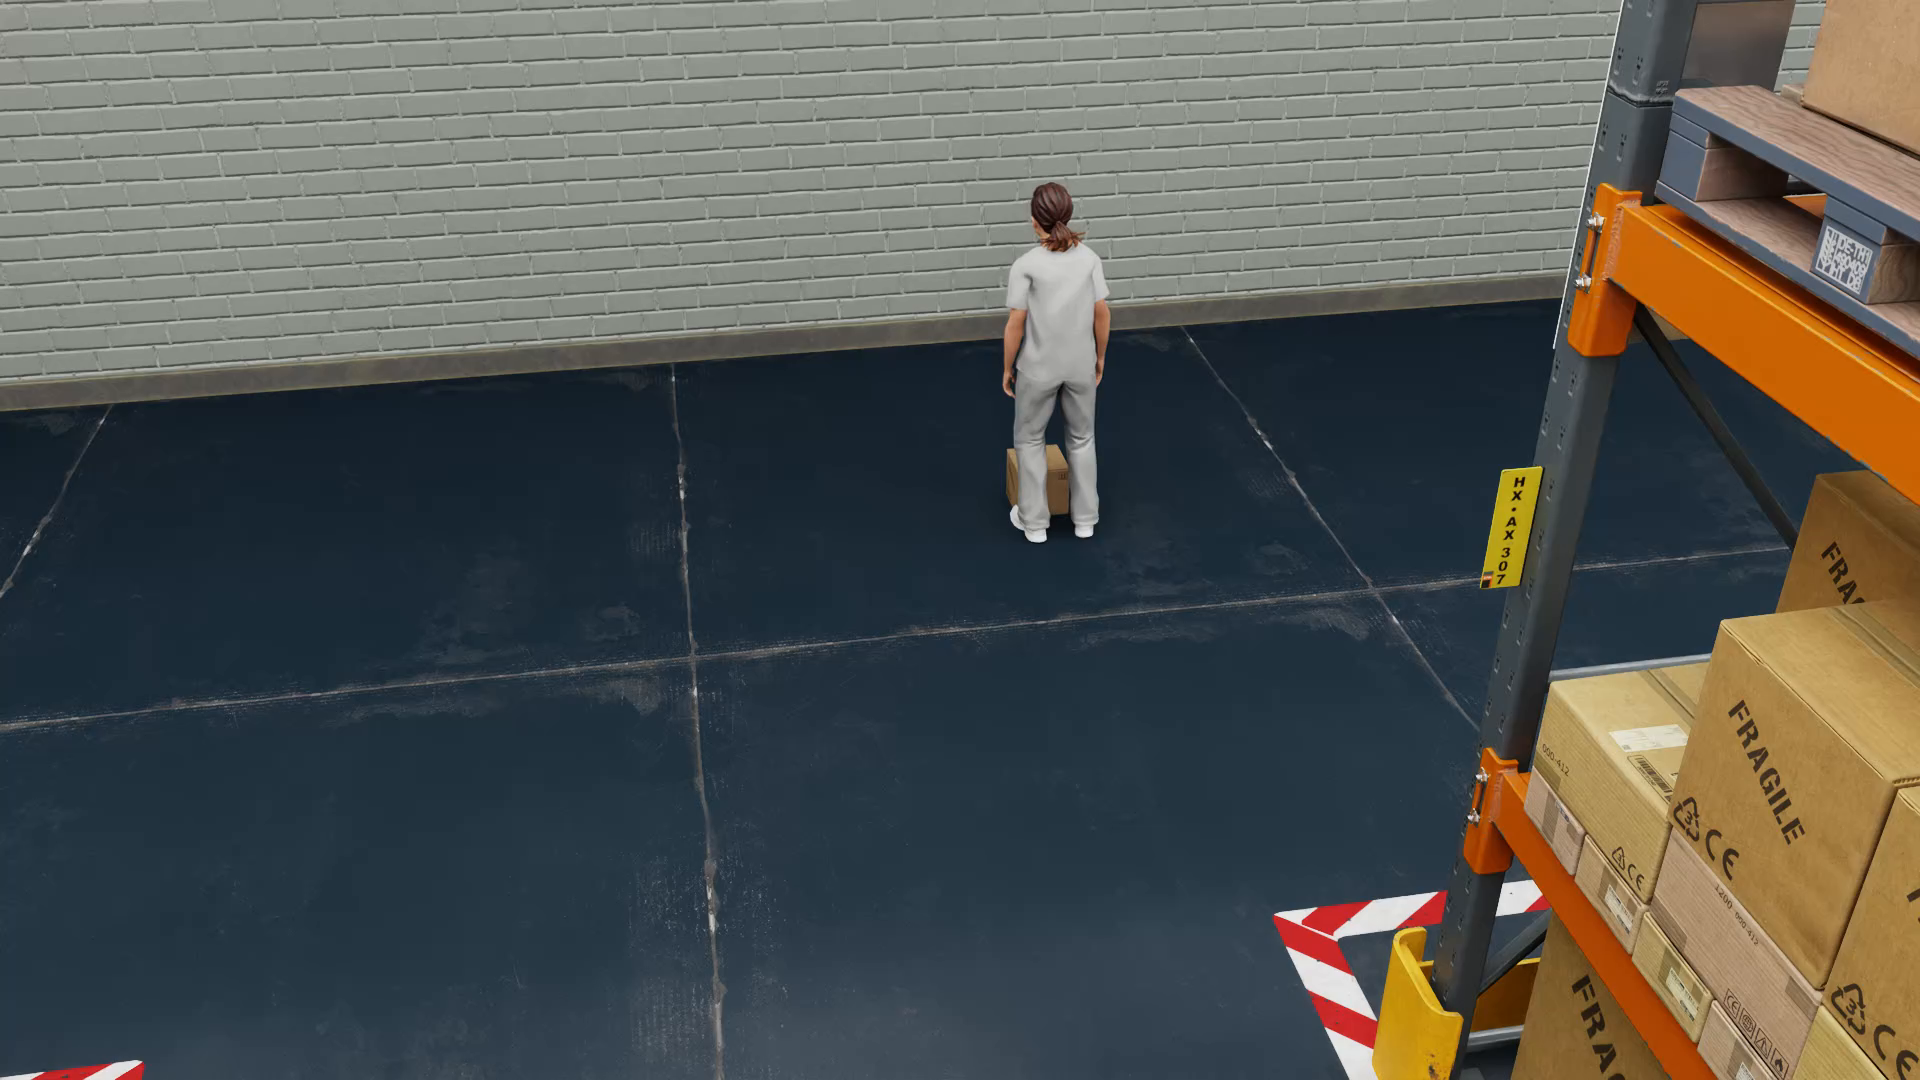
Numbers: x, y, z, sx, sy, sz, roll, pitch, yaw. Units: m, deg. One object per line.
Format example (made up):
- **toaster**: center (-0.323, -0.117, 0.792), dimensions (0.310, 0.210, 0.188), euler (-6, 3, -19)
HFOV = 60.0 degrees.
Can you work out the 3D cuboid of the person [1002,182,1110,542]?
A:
- **person**: center (0.426, -0.768, 7.424), dimensions (0.504, 1.671, 0.366), euler (-7, 32, -12)
